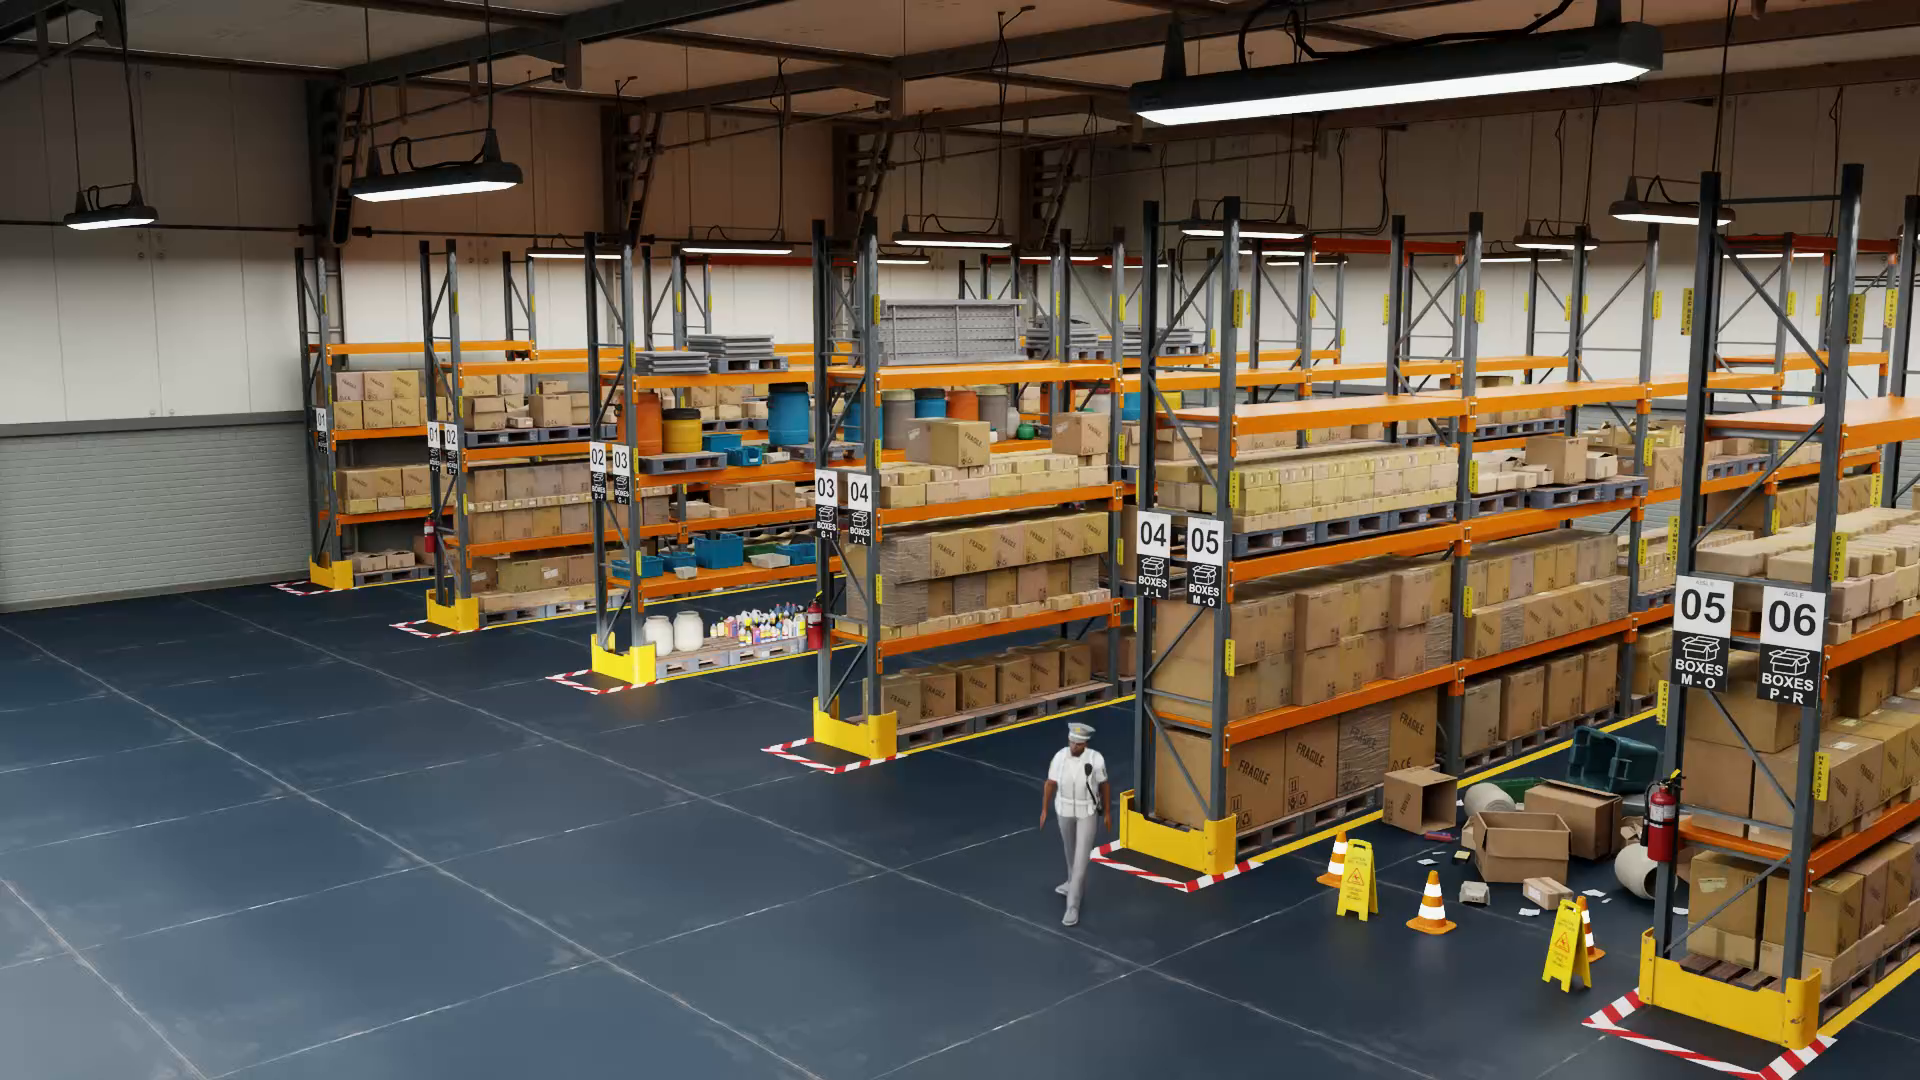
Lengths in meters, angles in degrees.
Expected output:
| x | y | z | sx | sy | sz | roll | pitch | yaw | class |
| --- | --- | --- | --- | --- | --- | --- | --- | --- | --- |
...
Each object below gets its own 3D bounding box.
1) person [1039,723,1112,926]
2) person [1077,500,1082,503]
| x | y | z | sx | sy | sz | roll | pitch | yaw | class |
| --- | --- | --- | --- | --- | --- | --- | --- | --- | --- |
| 0.981 | 2.298 | 13.926 | 0.576 | 1.632 | 0.878 | 3 | 9 | 18 | person |
| 3.097 | -1.535 | 40.350 | 0.672 | 1.615 | 0.644 | -2 | 9 | -16 | person |
